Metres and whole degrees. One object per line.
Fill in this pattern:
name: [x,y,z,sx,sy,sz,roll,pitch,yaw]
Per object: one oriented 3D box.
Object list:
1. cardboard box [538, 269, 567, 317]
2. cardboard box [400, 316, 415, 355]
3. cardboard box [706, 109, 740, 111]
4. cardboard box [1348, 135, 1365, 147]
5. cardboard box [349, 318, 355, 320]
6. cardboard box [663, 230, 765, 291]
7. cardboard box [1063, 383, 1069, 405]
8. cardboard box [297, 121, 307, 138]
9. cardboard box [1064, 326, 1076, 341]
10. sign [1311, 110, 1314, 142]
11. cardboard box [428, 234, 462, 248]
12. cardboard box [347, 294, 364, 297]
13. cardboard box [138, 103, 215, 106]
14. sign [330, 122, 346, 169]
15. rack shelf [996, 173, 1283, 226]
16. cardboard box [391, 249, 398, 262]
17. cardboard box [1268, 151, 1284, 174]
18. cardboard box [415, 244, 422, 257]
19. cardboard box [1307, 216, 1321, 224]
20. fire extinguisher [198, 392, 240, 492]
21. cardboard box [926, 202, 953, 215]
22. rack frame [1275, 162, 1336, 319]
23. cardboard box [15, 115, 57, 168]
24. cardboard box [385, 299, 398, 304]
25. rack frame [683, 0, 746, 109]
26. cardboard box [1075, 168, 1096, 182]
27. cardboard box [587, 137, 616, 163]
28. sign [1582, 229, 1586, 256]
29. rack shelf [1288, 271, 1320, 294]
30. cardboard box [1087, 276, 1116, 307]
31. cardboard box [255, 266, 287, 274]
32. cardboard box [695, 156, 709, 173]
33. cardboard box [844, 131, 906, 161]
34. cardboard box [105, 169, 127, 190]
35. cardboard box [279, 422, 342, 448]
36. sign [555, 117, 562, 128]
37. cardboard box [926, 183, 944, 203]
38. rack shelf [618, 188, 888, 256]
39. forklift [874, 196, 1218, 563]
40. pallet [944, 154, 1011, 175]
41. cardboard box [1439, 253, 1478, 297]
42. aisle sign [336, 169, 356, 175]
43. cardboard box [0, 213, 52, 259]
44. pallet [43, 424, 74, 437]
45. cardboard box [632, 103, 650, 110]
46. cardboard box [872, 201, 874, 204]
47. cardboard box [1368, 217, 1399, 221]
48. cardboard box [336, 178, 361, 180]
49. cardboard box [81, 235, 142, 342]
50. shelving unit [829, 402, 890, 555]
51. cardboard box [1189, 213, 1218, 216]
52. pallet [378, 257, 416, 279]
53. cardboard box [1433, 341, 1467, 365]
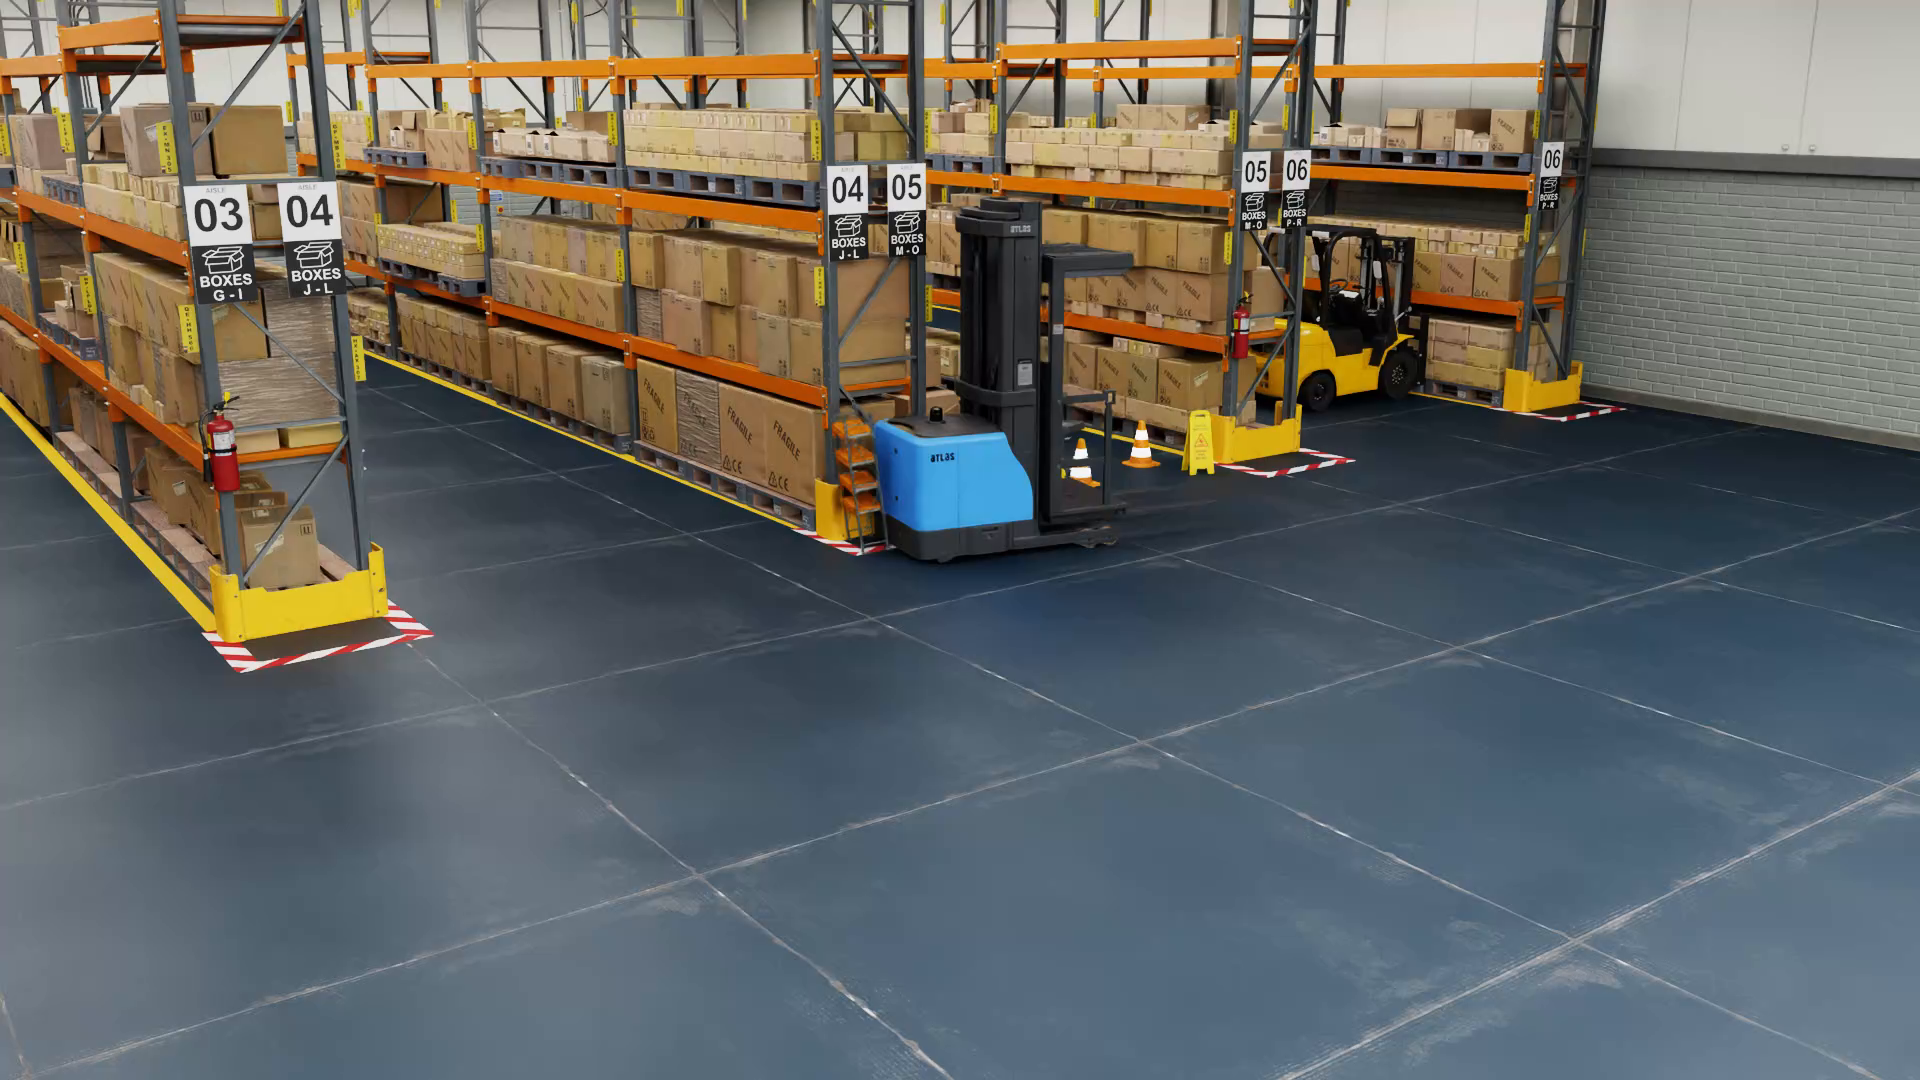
cardboard box: [-4.512,-2.859,19.152,0.500,0.500,0.500,-11,19,-35]
cardboard box: [-7.578,-2.924,23.516,0.500,0.500,0.500,-10,18,-32]
cardboard box: [-2.326,-4.242,16.692,0.380,0.149,0.250,-11,19,-35]
cardboard box: [5.333,-5.248,21.877,0.380,0.149,0.250,-10,18,-33]
cardboard box: [-9.365,-3.373,25.821,0.380,0.149,0.250,-12,19,-37]
cardboard box: [-2.488,-2.827,16.894,0.875,0.550,0.550,-11,19,-35]
cardboard box: [1.302,-1.804,19.897,0.500,0.250,0.500,-10,18,-31]
cardboard box: [-10.096,-6.459,26.149,0.500,0.250,0.500,-11,18,-34]
cardboard box: [1.307,-2.445,19.591,0.380,0.149,0.250,-10,18,-32]
sign: [3.641,-4.306,17.288,0.100,0.325,0.005,-11,19,-35]
cardboard box: [-6.702,-3.892,21.668,0.380,0.149,0.250,-11,19,-35]
cardboard box: [-9.600,-3.776,26.167,0.380,0.149,0.250,-12,19,-37]
cardboard box: [-6.695,-3.492,14.271,0.500,0.500,0.500,-12,19,-36]
sign: [-4.375,-2.768,11.668,0.100,0.325,0.005,-11,19,-35]
rack shelf: [2.026,-3.880,18.751,1.077,0.370,4.000,-11,19,-35]
cardboard box: [-7.627,-3.939,22.967,0.380,0.149,0.250,-11,19,-34]
cardboard box: [3.122,-4.020,17.620,0.500,0.250,0.500,-11,19,-36]
cardboard box: [-7.017,-3.861,22.119,0.380,0.149,0.250,-11,19,-36]
cardboard box: [4.810,-4.369,22.875,0.380,0.149,0.250,-10,18,-33]
fire extinguisher: [-5.119,-0.682,11.531,0.296,0.674,0.183,-11,19,-35]
cardboard box: [-0.312,-4.463,22.423,0.380,0.149,0.250,-12,19,-37]
rack frame: [4.863,-3.979,23.430,1.000,3.000,0.127,-11,19,-35]
cardboard box: [-9.154,-4.010,16.728,0.500,0.500,0.500,-11,19,-34]
cardboard box: [-8.618,-3.625,25.616,0.380,0.149,0.250,-12,19,-37]
rack frame: [-3.854,-7.809,26.062,1.000,3.000,0.127,-11,19,-35]
cardboard box: [1.522,-4.139,18.812,0.380,0.149,0.250,-11,19,-36]
cardboard box: [-3.639,-4.169,17.742,0.500,0.250,0.500,-11,19,-34]
sign: [7.667,-3.665,20.495,0.100,0.325,0.005,-11,19,-35]
rack shelf: [3.687,-4.059,25.086,1.077,0.370,4.000,-11,19,-35]
cardboard box: [1.795,-2.944,18.898,0.500,0.500,0.500,-11,19,-34]
cardboard box: [-5.500,-1.863,13.054,0.500,0.500,0.500,-11,19,-35]
cardboard box: [-2.261,-3.539,15.631,0.380,0.149,0.250,-11,19,-34]
cardboard box: [-0.819,-3.475,14.644,0.500,0.250,0.500,-11,19,-35]
cardboard box: [-6.605,-2.895,13.318,0.380,0.149,0.250,-11,19,-36]
cardboard box: [-4.789,-0.792,12.262,0.380,0.149,0.250,-11,19,-35]
sign: [-4.993,-5.090,20.681,0.100,0.325,0.005,-11,19,-35]
cardboard box: [-0.501,-6.479,30.866,0.500,0.500,0.500,-11,19,-36]
rack shelf: [-1.919,-3.090,15.865,1.077,0.370,4.000,-11,19,-35]
forklift: [0.816,-1.463,14.368,3.031,2.935,1.130,-7,17,-24]
pallet: [0.573,-4.712,20.783,1.213,0.211,1.003,-11,19,-35]
cardboard box: [6.416,-3.349,20.942,0.500,0.500,0.500,-10,18,-33]
aisle sign: [-9.950,-6.296,26.973,0.394,0.787,0.004,-11,19,-35]
cardboard box: [-11.487,-3.774,20.595,0.797,0.503,0.637,-11,19,-36]
pallet: [-9.920,-1.358,19.139,1.003,0.211,1.213,-11,19,-35]
cardboard box: [-5.142,-7.062,27.839,0.500,0.500,0.500,-10,18,-34]
cardboard box: [-1.594,-4.735,24.112,0.500,0.500,0.500,-12,19,-36]
cardboard box: [5.773,-4.304,22.637,0.380,0.149,0.250,-11,19,-36]
cardboard box: [-9.511,-5.295,25.595,0.500,0.500,0.500,-11,19,-36]
cardboard box: [-7.520,-2.352,15.557,1.000,1.000,1.000,-11,19,-34]
shelving unit: [-0.859,-0.528,14.181,0.258,1.200,0.503,-12,18,-15]
cardboard box: [3.719,-4.903,25.389,0.380,0.149,0.250,-11,19,-35]
pallet: [-7.467,-3.847,23.314,1.003,0.211,1.213,-11,19,-35]
cardboard box: [6.390,-2.406,21.151,0.500,0.250,0.500,-11,19,-35]
